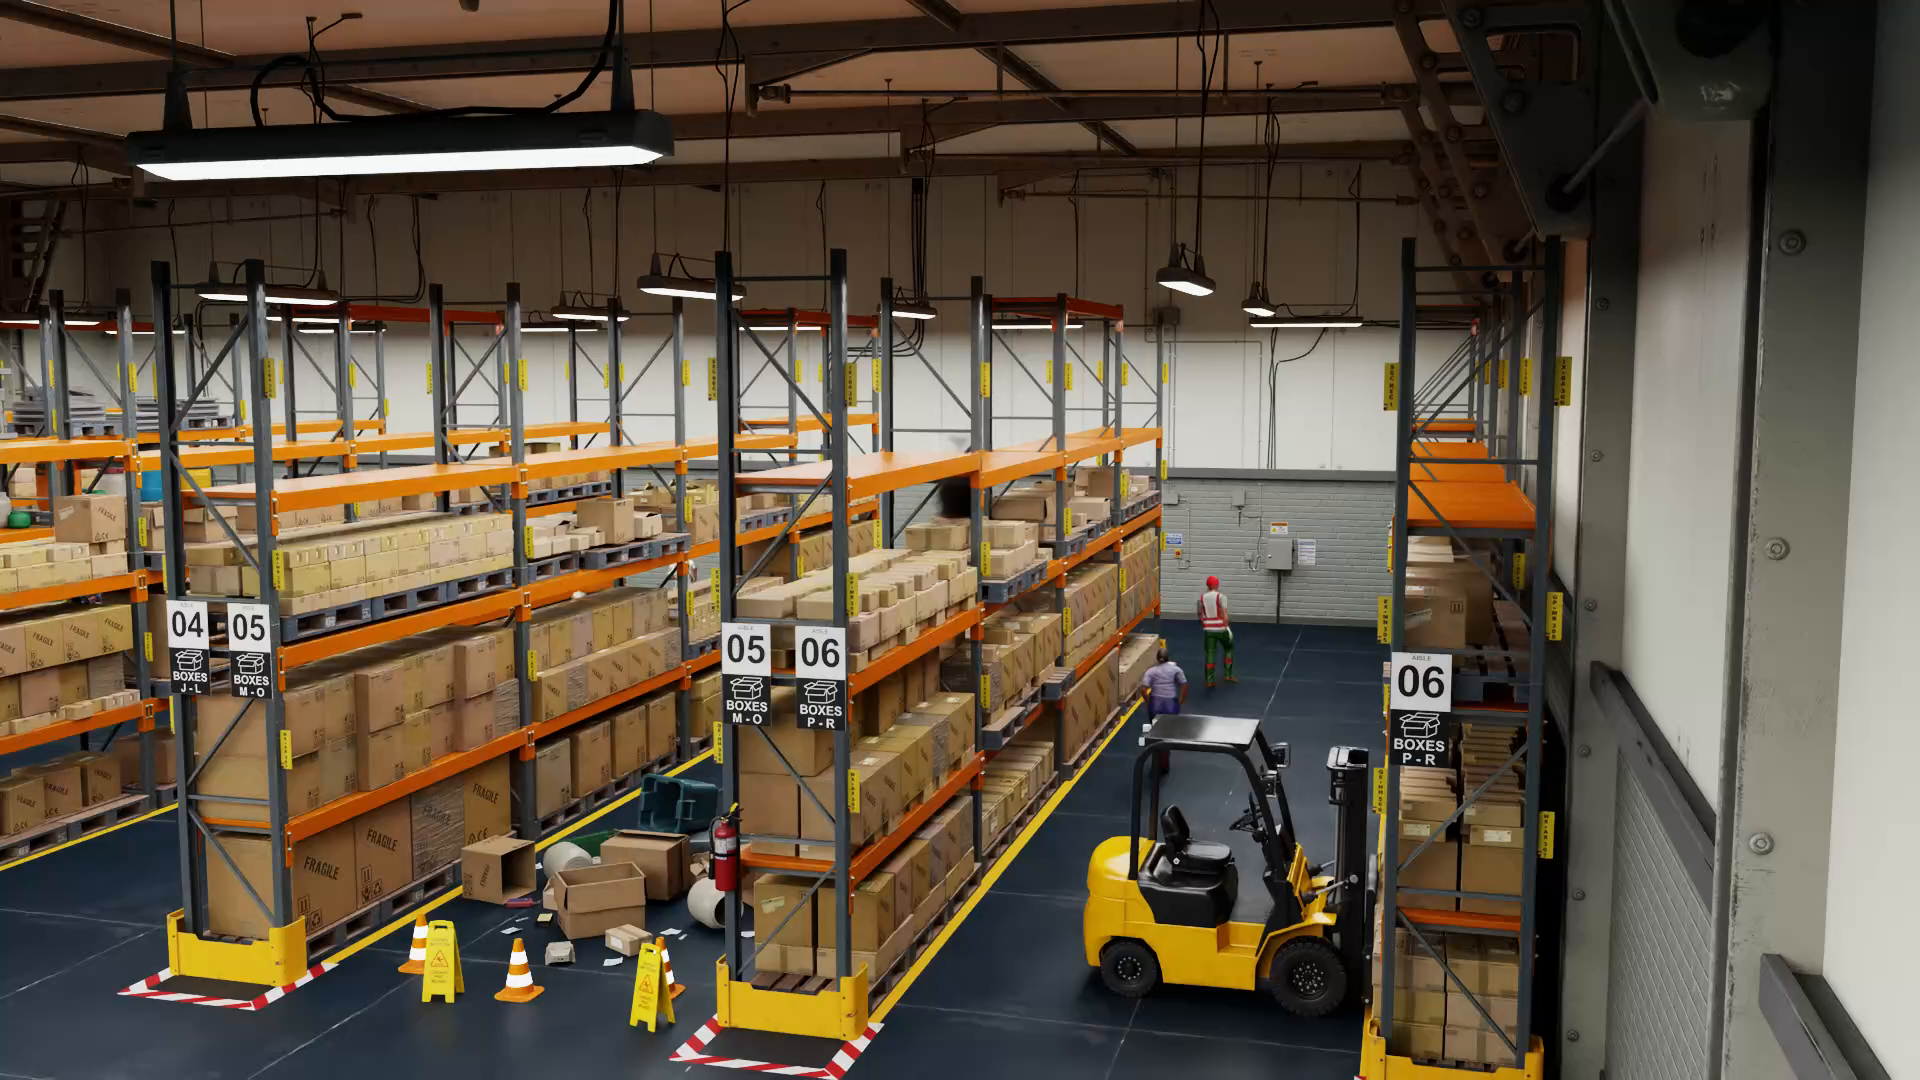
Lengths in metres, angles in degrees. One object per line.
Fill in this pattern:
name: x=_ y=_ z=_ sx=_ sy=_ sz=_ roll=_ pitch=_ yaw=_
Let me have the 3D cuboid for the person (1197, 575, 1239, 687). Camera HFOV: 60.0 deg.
person: x=4.067 y=1.453 z=26.563 sx=0.633 sy=1.753 sz=0.696 roll=3 pitch=7 yaw=28

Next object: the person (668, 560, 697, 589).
person: x=-5.304 y=0.967 z=31.774 sx=0.537 sy=1.749 sz=0.821 roll=0 pitch=6 yaw=-5

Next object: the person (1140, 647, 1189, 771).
person: x=2.585 y=2.164 z=21.071 sx=0.604 sy=1.593 sz=0.543 roll=1 pitch=6 yaw=11

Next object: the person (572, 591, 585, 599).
person: x=-5.722 y=1.653 z=24.870 sx=0.668 sy=1.793 sz=0.711 roll=0 pitch=6 yaw=2
